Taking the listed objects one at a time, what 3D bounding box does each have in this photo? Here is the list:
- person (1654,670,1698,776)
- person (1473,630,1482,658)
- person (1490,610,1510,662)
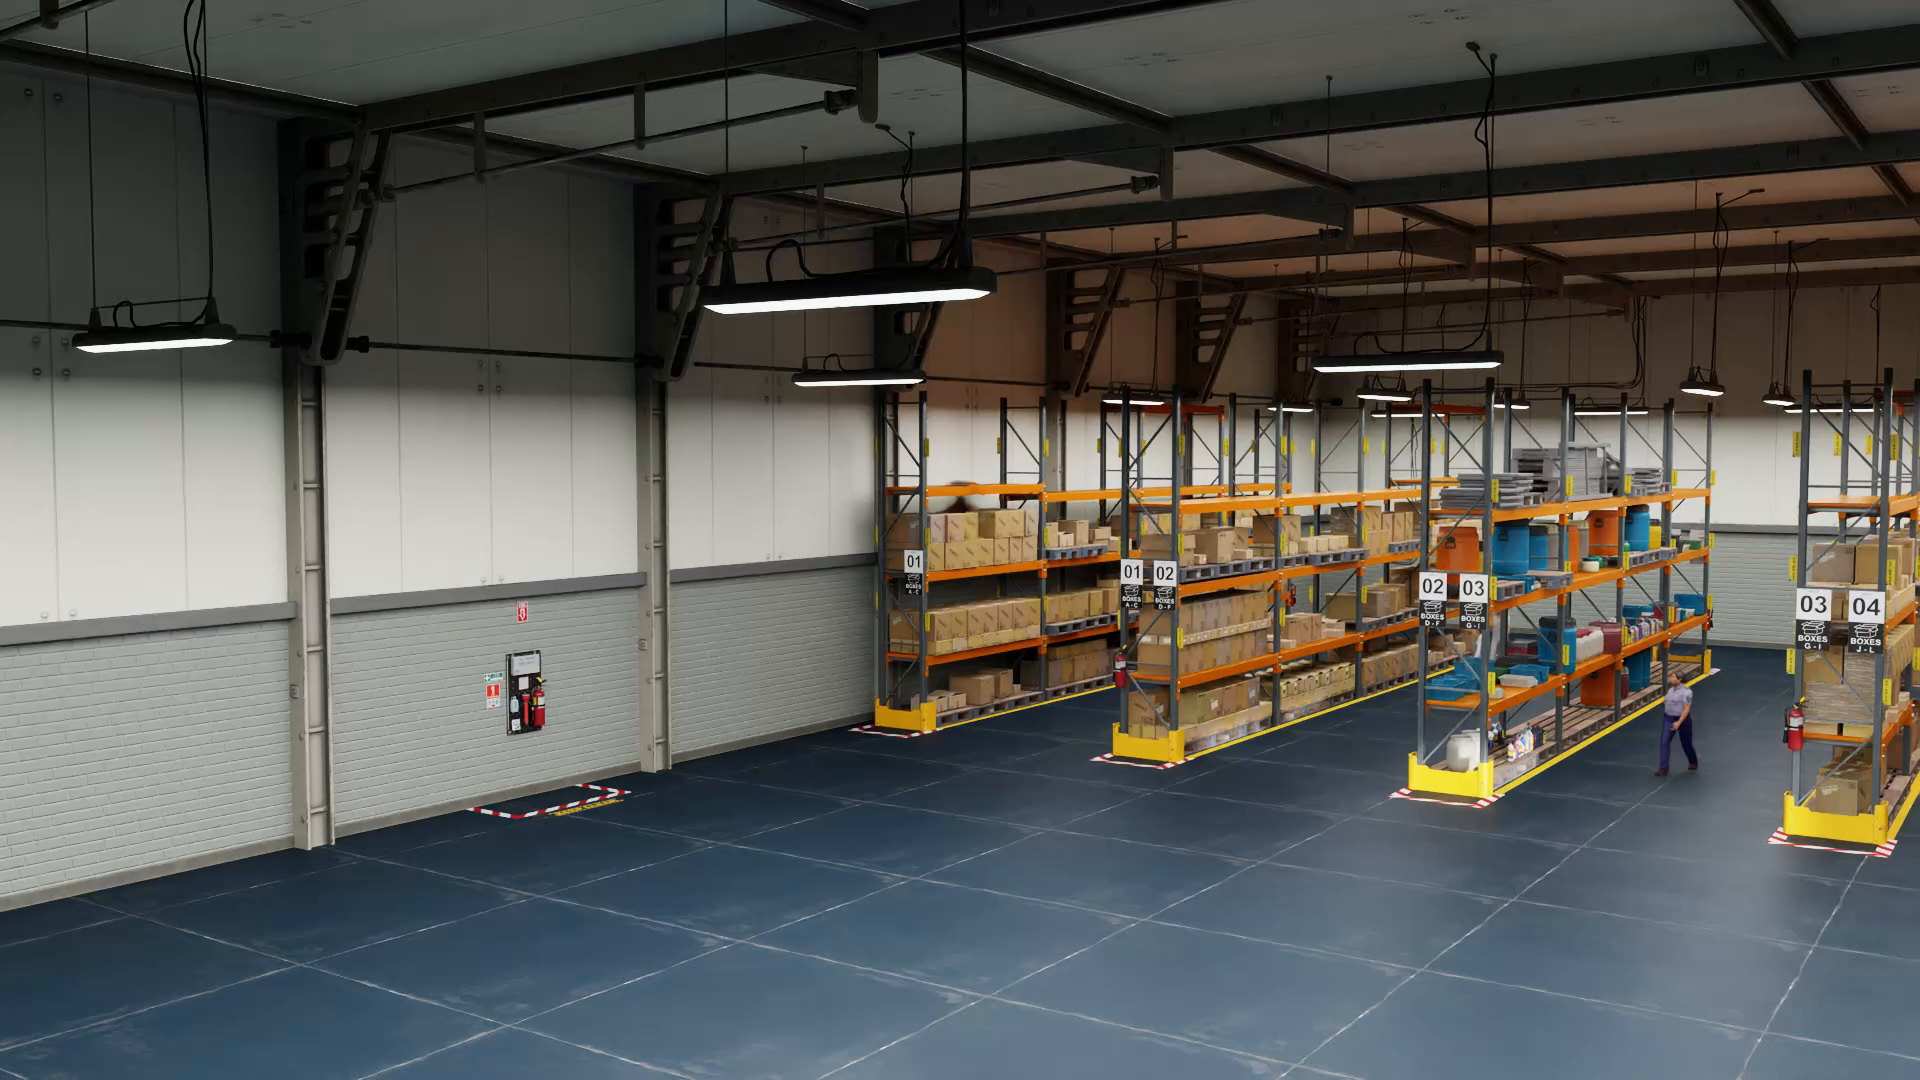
[{"bbox_3d":[10.970,2.788,25.397,0.443,1.599,0.969,3,4,44],"label":"person"},{"bbox_3d":[10.121,2.402,32.308,0.345,1.606,0.422,2,4,38],"label":"person"},{"bbox_3d":[11.739,2.179,36.172,0.444,1.622,1.012,2,4,32],"label":"person"}]
